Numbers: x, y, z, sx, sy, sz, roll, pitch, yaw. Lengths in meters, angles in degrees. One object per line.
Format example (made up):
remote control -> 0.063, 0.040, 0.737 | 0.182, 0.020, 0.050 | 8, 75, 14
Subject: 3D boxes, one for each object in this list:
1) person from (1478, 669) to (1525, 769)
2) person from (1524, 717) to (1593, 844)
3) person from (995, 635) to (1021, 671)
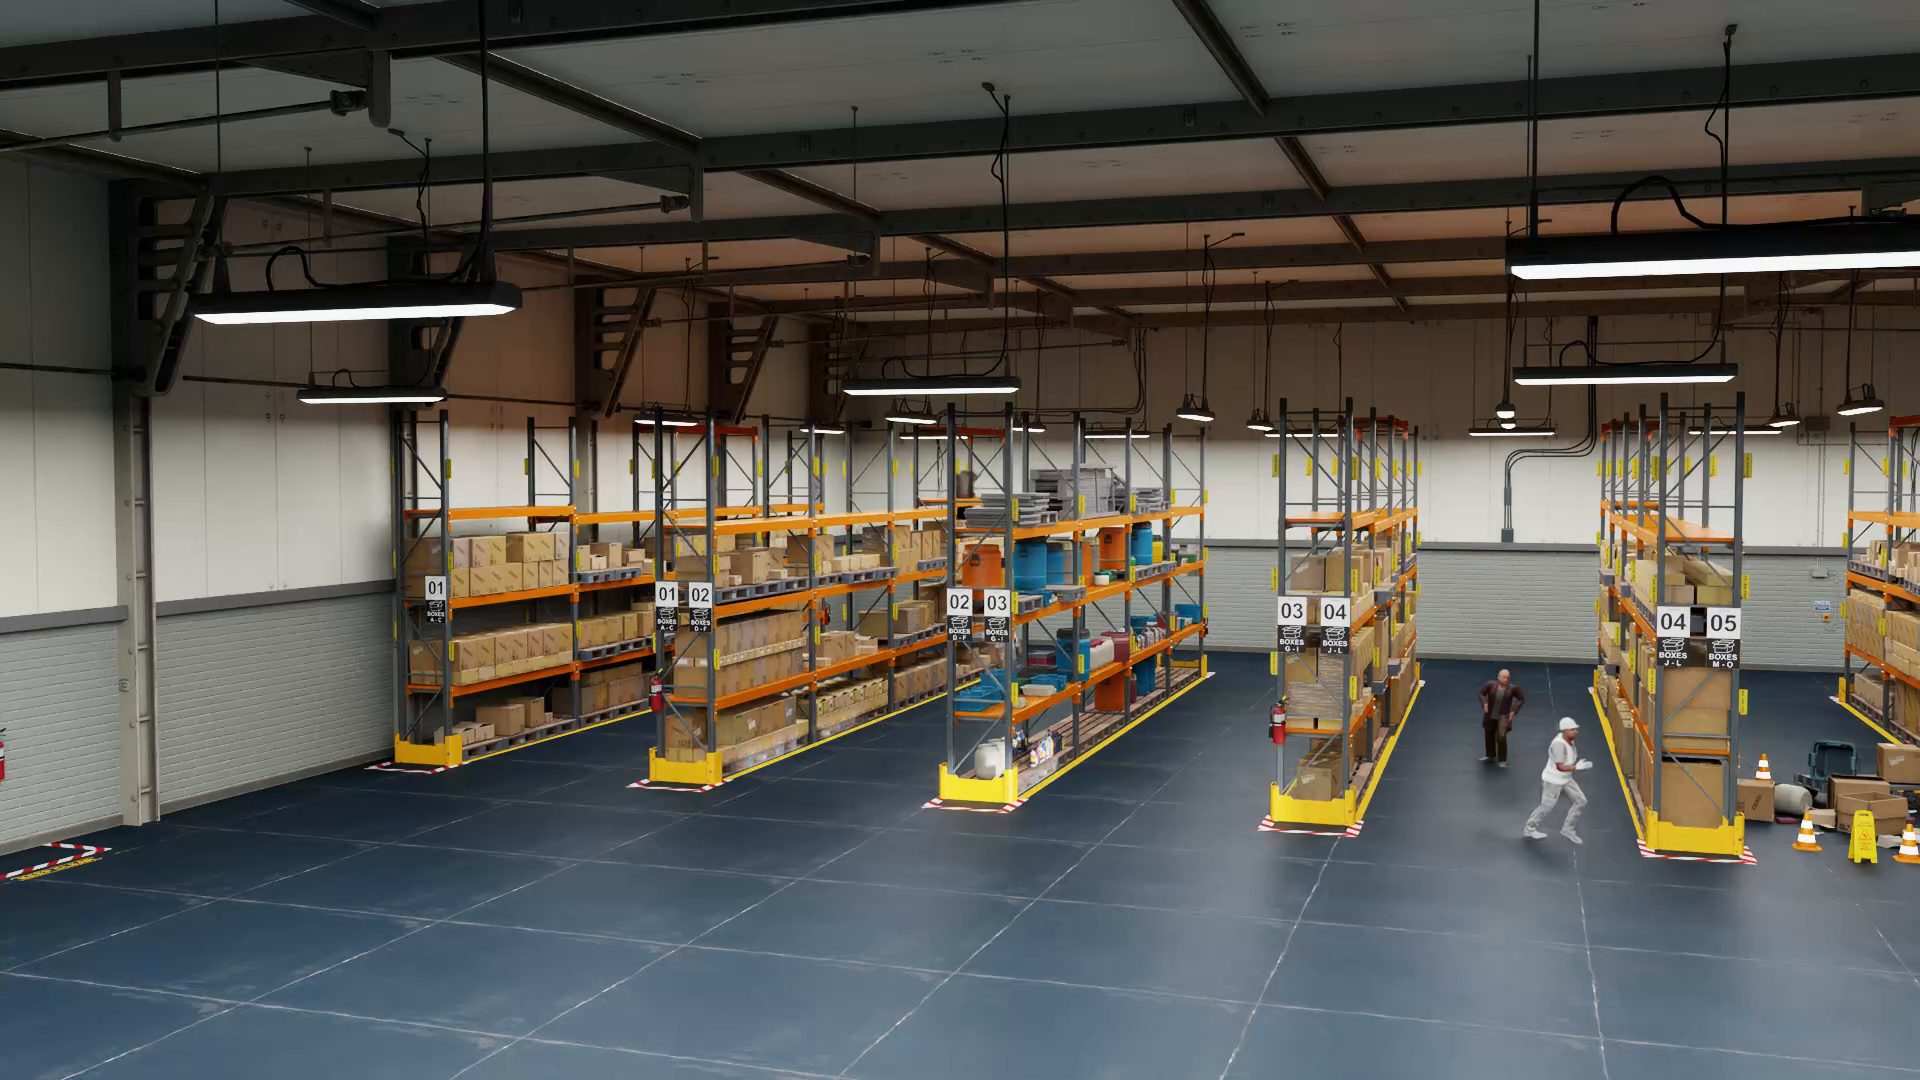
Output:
person -> 9.081, 2.978, 27.993 | 0.776, 1.664, 0.825 | 2, 3, 34
person -> 7.926, 3.187, 22.029 | 0.936, 1.715, 0.682 | 2, 3, 42
person -> 1.103, 2.652, 36.582 | 0.642, 1.626, 0.764 | -1, 3, -23
